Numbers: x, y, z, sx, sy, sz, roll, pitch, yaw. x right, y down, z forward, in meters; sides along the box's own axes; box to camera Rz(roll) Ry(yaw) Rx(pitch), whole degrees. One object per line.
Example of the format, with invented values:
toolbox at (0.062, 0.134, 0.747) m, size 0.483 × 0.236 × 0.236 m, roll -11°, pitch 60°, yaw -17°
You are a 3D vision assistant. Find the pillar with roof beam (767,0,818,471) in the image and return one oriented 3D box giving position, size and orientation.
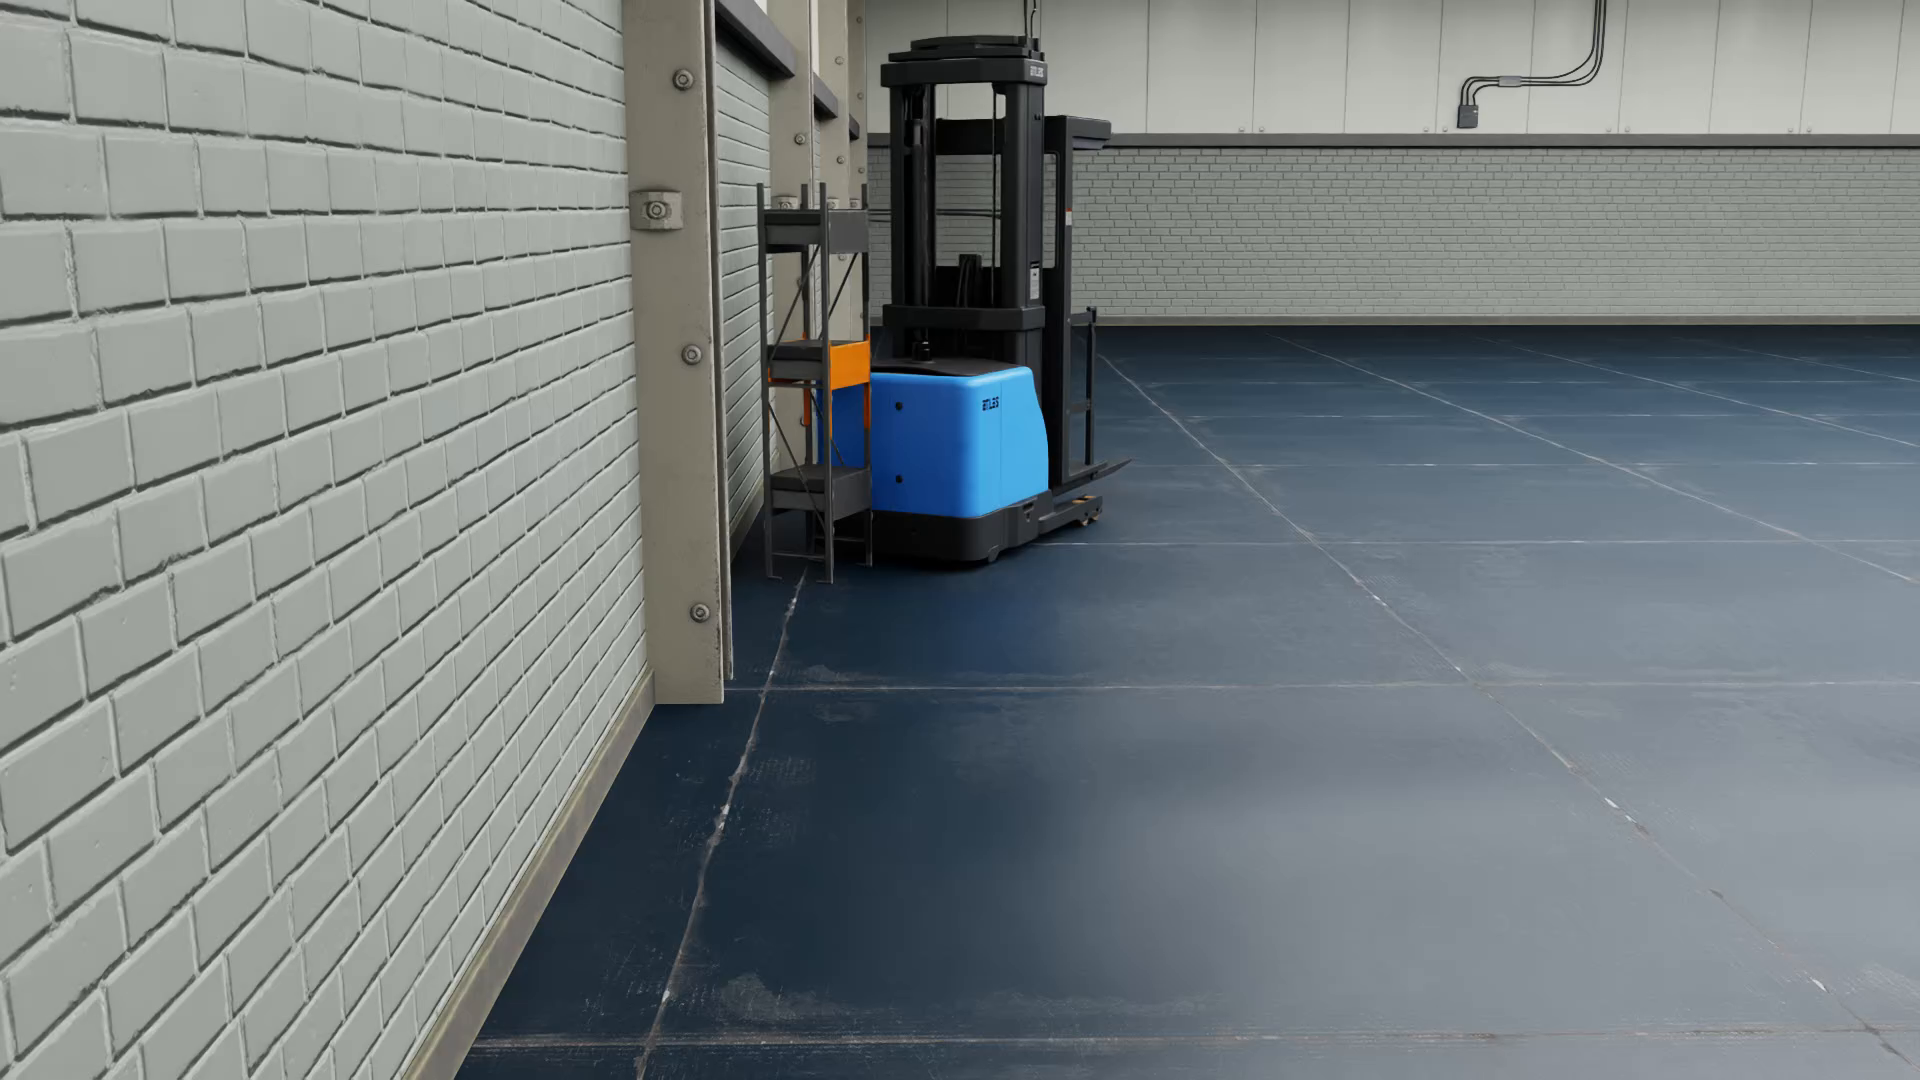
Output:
pillar with roof beam at (3.053, -4.993, 12.039) m, size 9.100 × 9.000 × 0.400 m, roll 0°, pitch 11°, yaw -1°

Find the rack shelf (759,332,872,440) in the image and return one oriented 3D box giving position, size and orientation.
rack shelf at (-0.773, -0.839, 8.980) m, size 0.431 × 0.518 × 0.480 m, roll 5°, pitch 12°, yaw 22°

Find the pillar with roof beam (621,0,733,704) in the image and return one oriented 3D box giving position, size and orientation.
pillar with roof beam at (3.177, -3.801, 6.160) m, size 9.100 × 9.000 × 0.400 m, roll 0°, pitch 11°, yaw -1°

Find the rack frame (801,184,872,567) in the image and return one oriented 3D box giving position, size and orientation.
rack frame at (-0.679, -0.897, 9.198) m, size 0.400 × 2.100 × 0.015 m, roll 5°, pitch 12°, yaw 22°

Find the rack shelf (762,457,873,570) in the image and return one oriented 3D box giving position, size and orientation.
rack shelf at (-0.774, -0.153, 9.119) m, size 0.431 × 0.518 × 0.480 m, roll 5°, pitch 12°, yaw 22°

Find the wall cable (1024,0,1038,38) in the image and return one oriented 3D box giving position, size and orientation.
wall cable at (2.467, -8.916, 26.484) m, size 3.097 × 2.526 × 0.112 m, roll 0°, pitch 11°, yaw -1°

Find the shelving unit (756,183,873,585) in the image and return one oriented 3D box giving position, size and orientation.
shelving unit at (-0.773, -0.852, 8.977) m, size 0.431 × 2.100 × 0.503 m, roll 5°, pitch 12°, yaw 22°

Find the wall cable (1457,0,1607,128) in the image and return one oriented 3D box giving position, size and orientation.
wall cable at (9.254, -9.655, 26.461) m, size 2.305 × 6.003 × 0.169 m, roll 0°, pitch 11°, yaw -1°

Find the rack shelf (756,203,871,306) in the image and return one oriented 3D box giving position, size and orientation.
rack shelf at (-0.773, -1.525, 8.841) m, size 0.431 × 0.518 × 0.480 m, roll 5°, pitch 12°, yaw 22°

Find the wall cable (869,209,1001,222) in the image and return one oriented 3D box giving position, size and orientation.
wall cable at (-0.238, -6.430, 26.931) m, size 3.097 × 2.526 × 0.112 m, roll 0°, pitch 11°, yaw -1°

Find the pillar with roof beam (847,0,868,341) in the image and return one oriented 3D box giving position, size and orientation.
pillar with roof beam at (2.805, -7.379, 23.797) m, size 9.100 × 9.000 × 0.400 m, roll 0°, pitch 11°, yaw -1°

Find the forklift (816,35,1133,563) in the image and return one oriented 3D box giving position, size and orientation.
forklift at (0.266, -1.559, 10.374) m, size 1.130 × 2.935 × 3.031 m, roll 5°, pitch 13°, yaw 25°

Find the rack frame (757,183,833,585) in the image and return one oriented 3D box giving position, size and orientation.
rack frame at (-0.868, -0.808, 8.757) m, size 0.400 × 2.100 × 0.015 m, roll 5°, pitch 12°, yaw 22°

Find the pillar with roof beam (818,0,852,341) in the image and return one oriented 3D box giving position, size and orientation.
pillar with roof beam at (2.929, -6.186, 17.918) m, size 9.100 × 9.000 × 0.400 m, roll 0°, pitch 11°, yaw -1°
